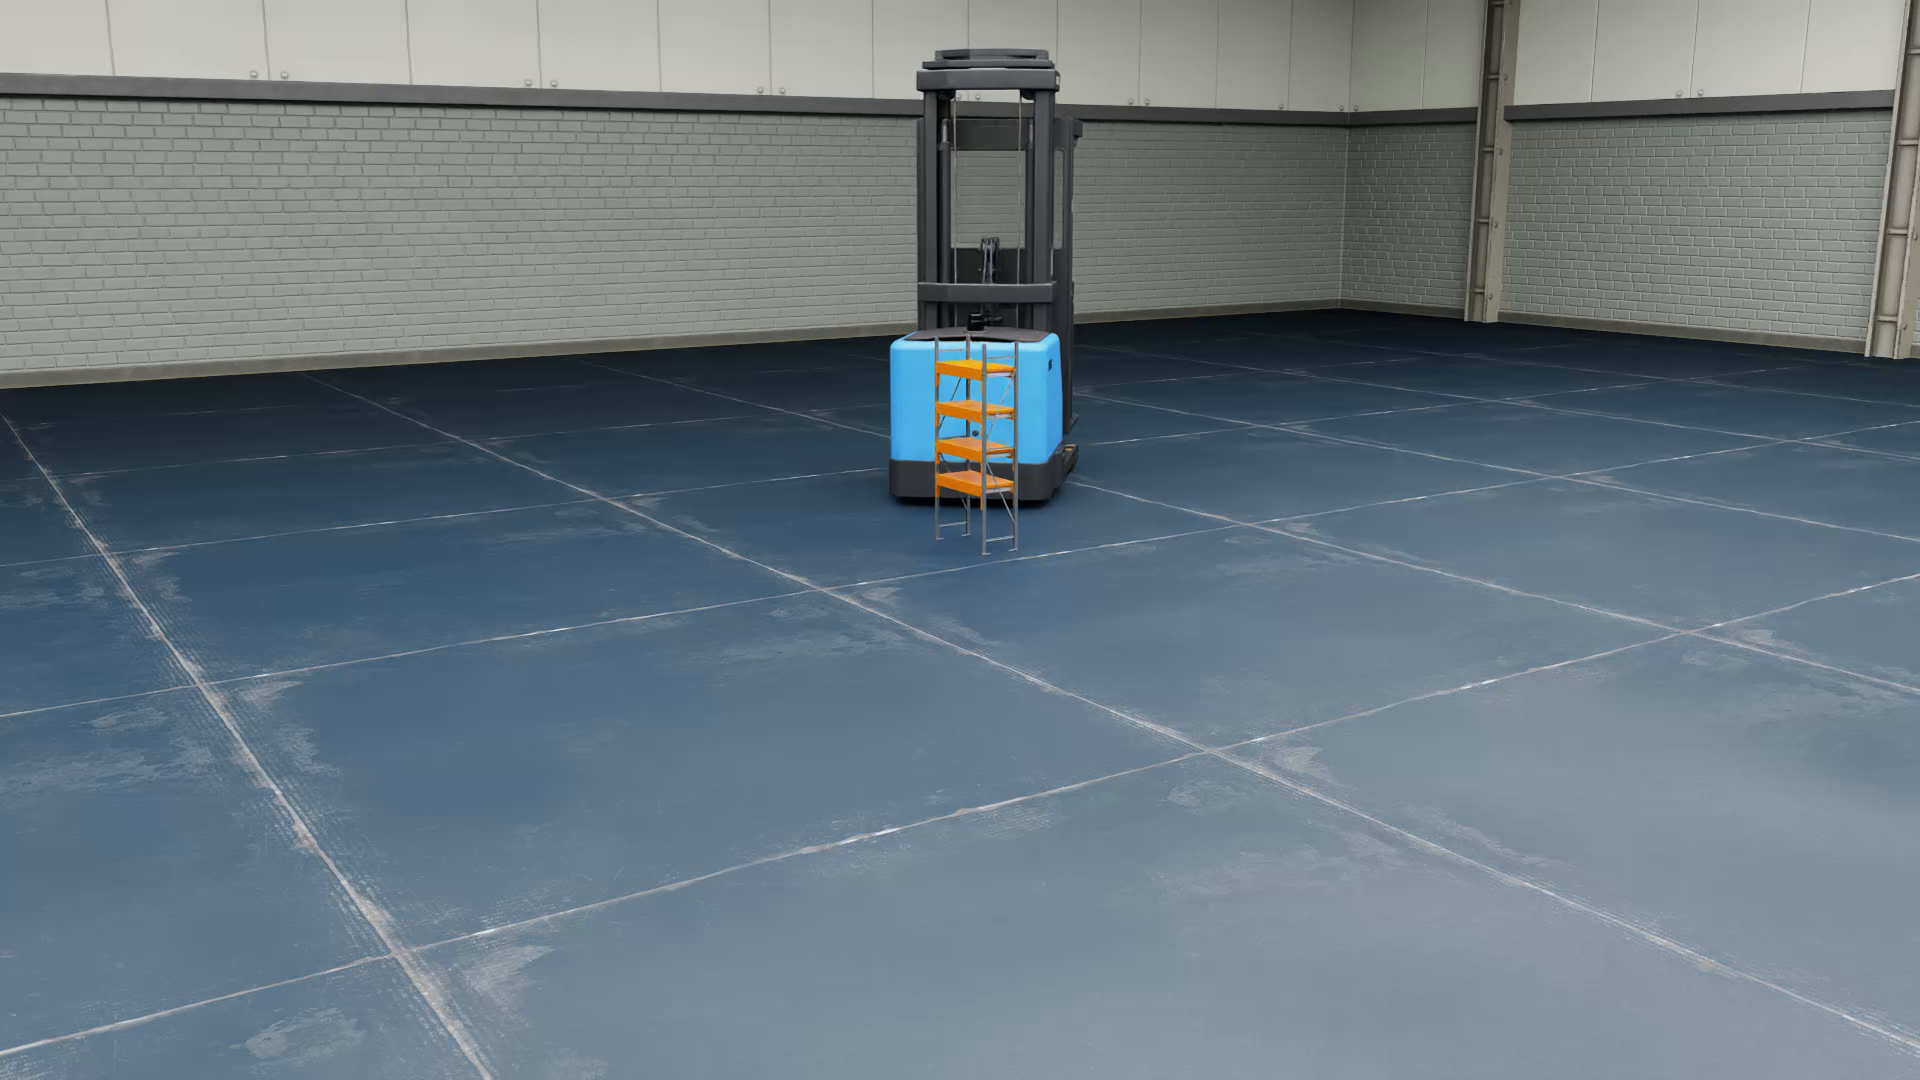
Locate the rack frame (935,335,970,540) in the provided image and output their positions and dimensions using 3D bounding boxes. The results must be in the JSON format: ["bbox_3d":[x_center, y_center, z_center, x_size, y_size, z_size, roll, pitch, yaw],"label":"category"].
[{"bbox_3d":[-0.043,-0.600,9.797,0.240,1.200,0.015,-8,15,-33],"label":"rack frame"}]

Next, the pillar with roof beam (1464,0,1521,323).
[{"bbox_3d":[4.176,-7.143,21.462,9.100,9.000,0.400,-8,15,-33],"label":"pillar with roof beam"}]

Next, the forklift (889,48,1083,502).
[{"bbox_3d":[0.282,-1.948,11.907,1.130,2.935,3.031,2,12,9],"label":"forklift"}]

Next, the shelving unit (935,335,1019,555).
[{"bbox_3d":[0.092,-0.557,9.599,0.258,1.200,0.503,-8,15,-33],"label":"shelving unit"}]

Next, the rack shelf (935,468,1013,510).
[{"bbox_3d":[0.092,-0.297,9.656,0.258,0.148,0.480,-8,15,-33],"label":"rack shelf"}]

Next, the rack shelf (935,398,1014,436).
[{"bbox_3d":[0.092,-0.710,9.566,0.258,0.148,0.480,-8,15,-33],"label":"rack shelf"}]

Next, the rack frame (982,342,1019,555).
[{"bbox_3d":[0.227,-0.513,9.401,0.240,1.200,0.015,-8,15,-33],"label":"rack frame"}]

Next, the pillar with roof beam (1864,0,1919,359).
[{"bbox_3d":[7.500,-6.076,16.583,9.100,9.000,0.400,-8,15,-33],"label":"pillar with roof beam"}]

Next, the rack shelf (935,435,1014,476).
[{"bbox_3d":[0.092,-0.491,9.613,0.258,0.148,0.480,-8,15,-33],"label":"rack shelf"}]

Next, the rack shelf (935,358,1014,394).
[{"bbox_3d":[0.092,-0.941,9.515,0.258,0.148,0.480,-8,15,-33],"label":"rack shelf"}]
